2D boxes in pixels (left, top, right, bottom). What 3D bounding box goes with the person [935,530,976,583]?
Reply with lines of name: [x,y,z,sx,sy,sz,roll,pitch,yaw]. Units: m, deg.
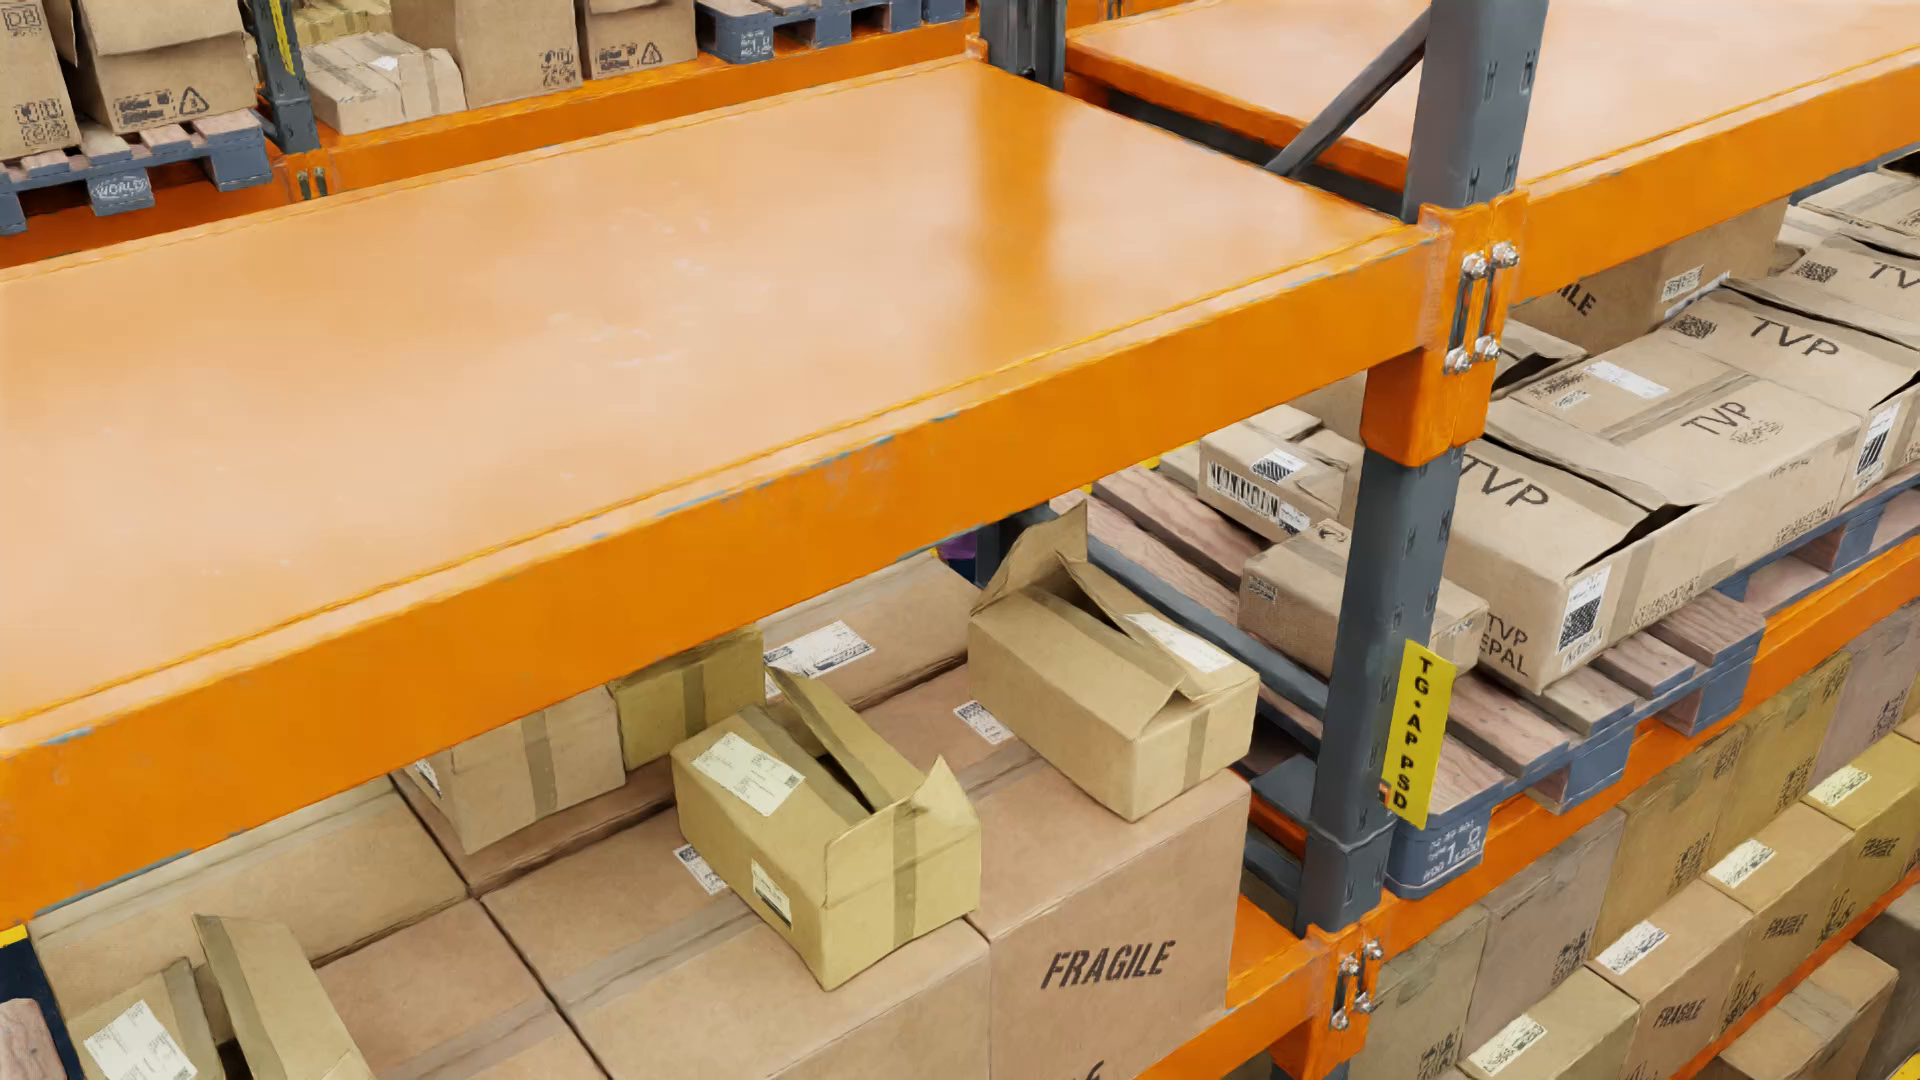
person: [0.115,0.017,7.629,0.567,1.580,0.386,-20,38,-28]
